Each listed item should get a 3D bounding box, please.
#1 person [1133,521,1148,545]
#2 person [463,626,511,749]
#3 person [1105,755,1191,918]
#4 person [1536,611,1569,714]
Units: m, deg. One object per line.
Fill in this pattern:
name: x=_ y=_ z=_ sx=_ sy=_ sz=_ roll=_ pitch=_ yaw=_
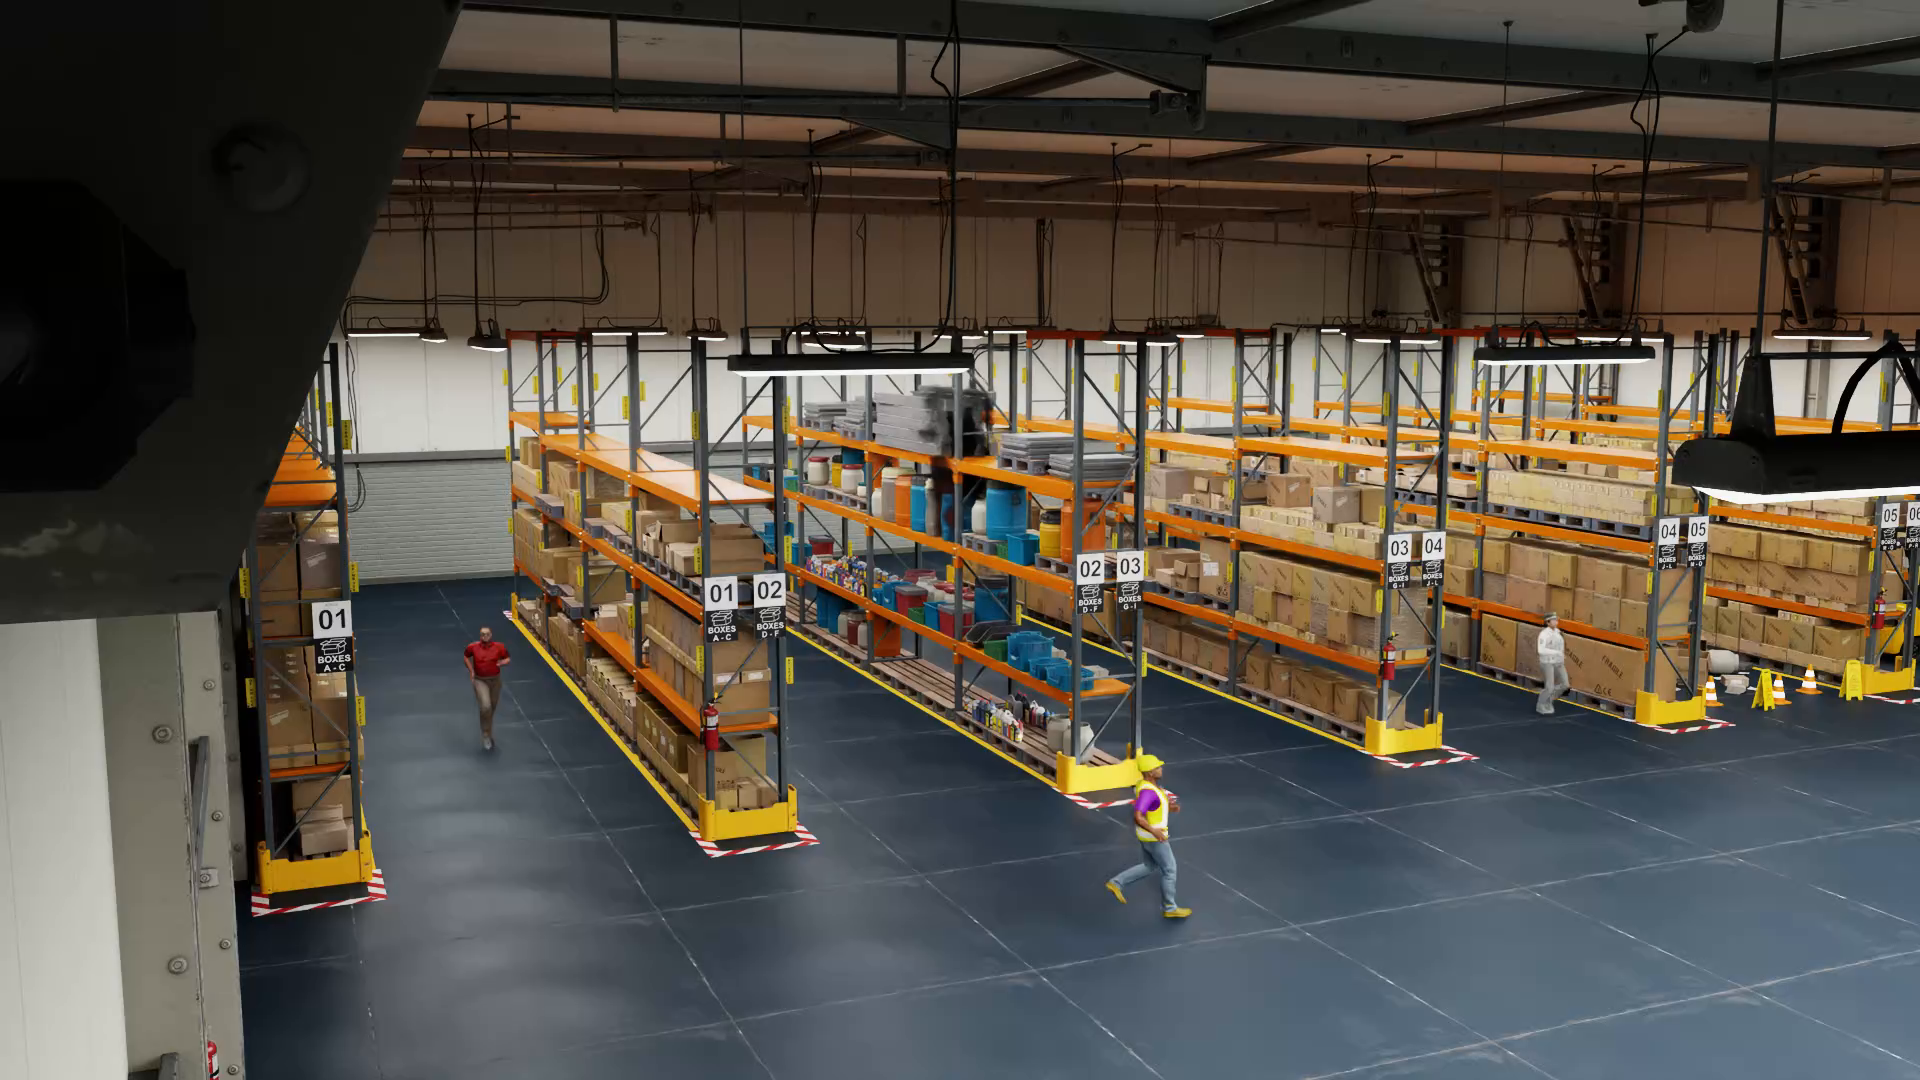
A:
person: x=4.057 y=0.336 z=38.054 sx=0.571 sy=1.699 sz=0.877 roll=-2 pitch=8 yaw=-14
person: x=-6.973 y=2.157 z=24.622 sx=0.629 sy=1.797 sz=0.811 roll=-4 pitch=9 yaw=-28
person: x=1.992 y=3.104 z=17.449 sx=0.901 sy=1.744 sz=0.714 roll=0 pitch=8 yaw=-2
person: x=9.363 y=1.946 z=26.172 sx=0.599 sy=1.666 sz=0.577 roll=-4 pitch=9 yaw=-29
